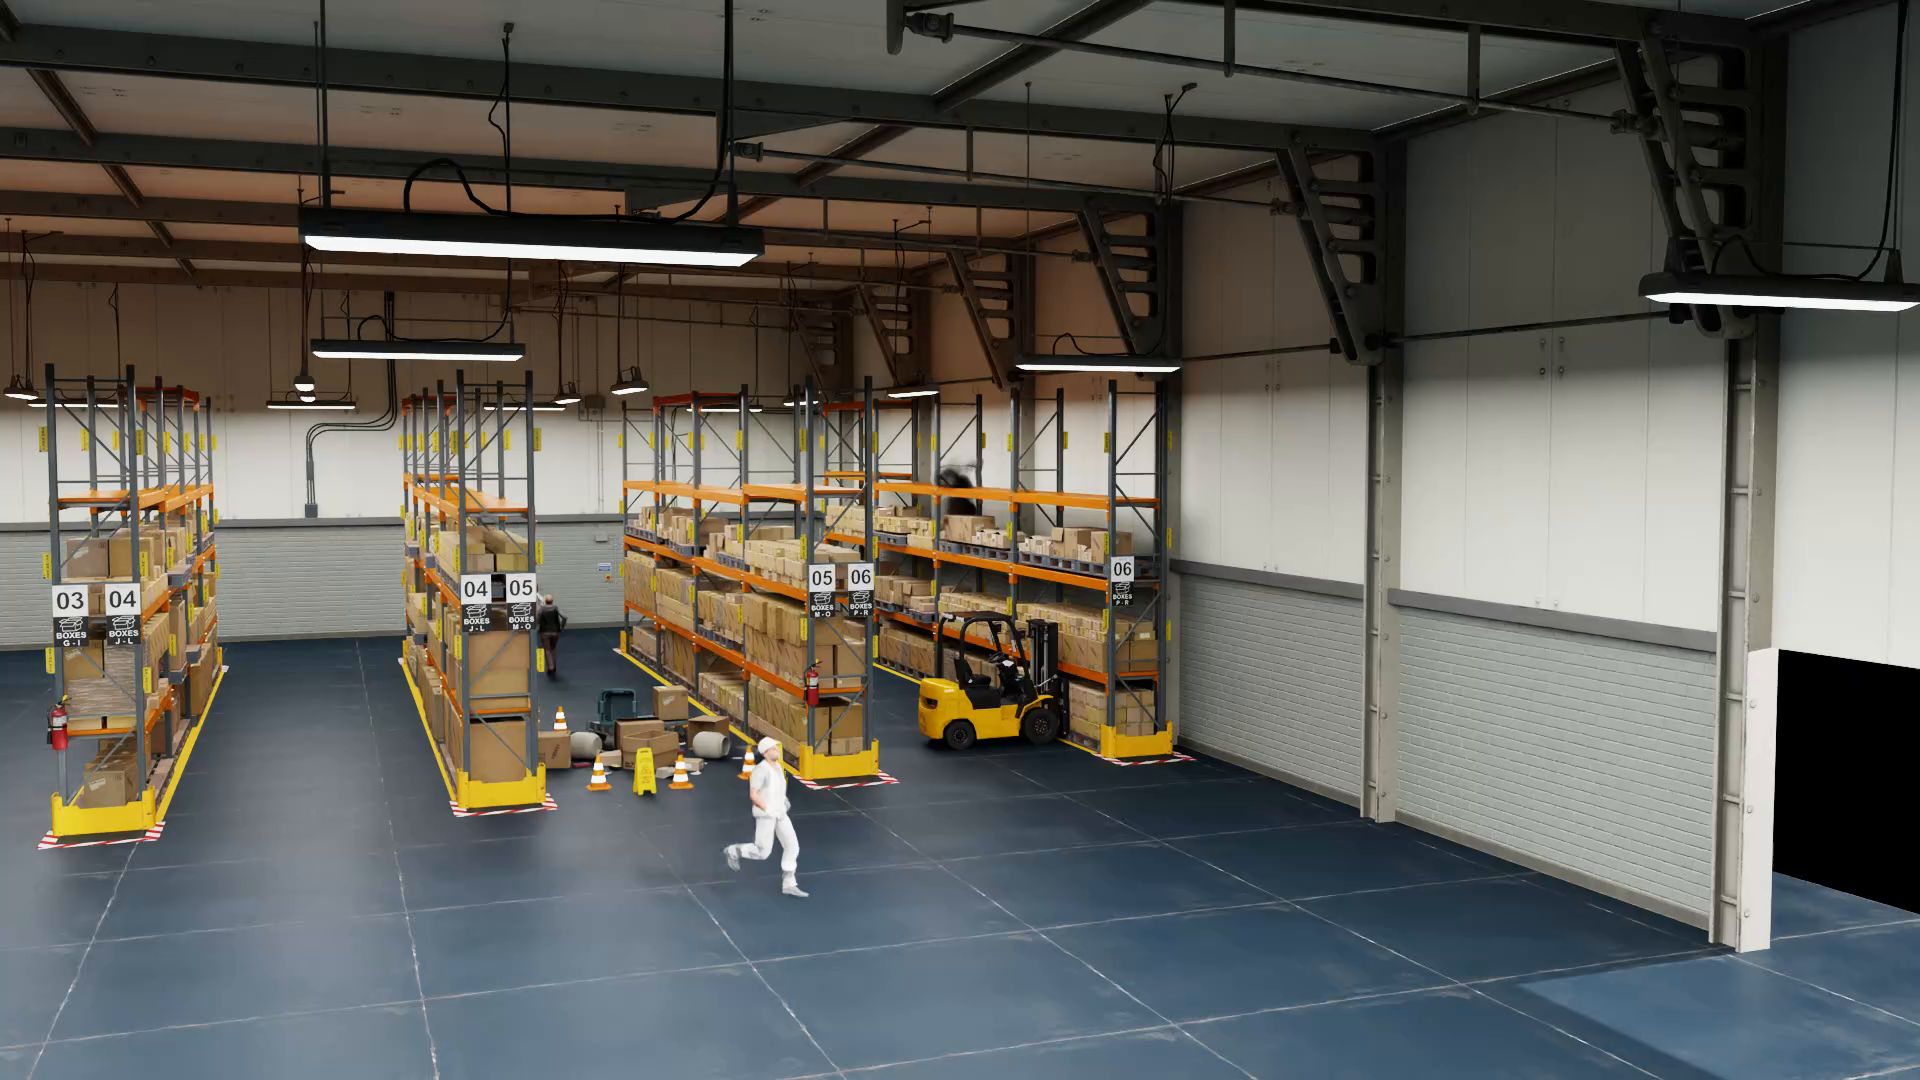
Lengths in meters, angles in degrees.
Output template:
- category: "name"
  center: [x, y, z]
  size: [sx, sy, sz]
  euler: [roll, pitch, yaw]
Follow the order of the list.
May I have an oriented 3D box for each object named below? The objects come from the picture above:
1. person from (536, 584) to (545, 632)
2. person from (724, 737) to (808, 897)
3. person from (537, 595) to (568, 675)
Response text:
- category: "person"
  center: [-10.213, 1.857, 40.276]
  size: [0.886, 1.593, 0.540]
  euler: [-2, 4, -27]
- category: "person"
  center: [-2.149, 3.068, 18.479]
  size: [0.995, 1.761, 0.641]
  euler: [2, 4, 25]
- category: "person"
  center: [-8.774, 2.061, 35.597]
  size: [0.631, 1.783, 0.779]
  euler: [-2, 4, -32]
